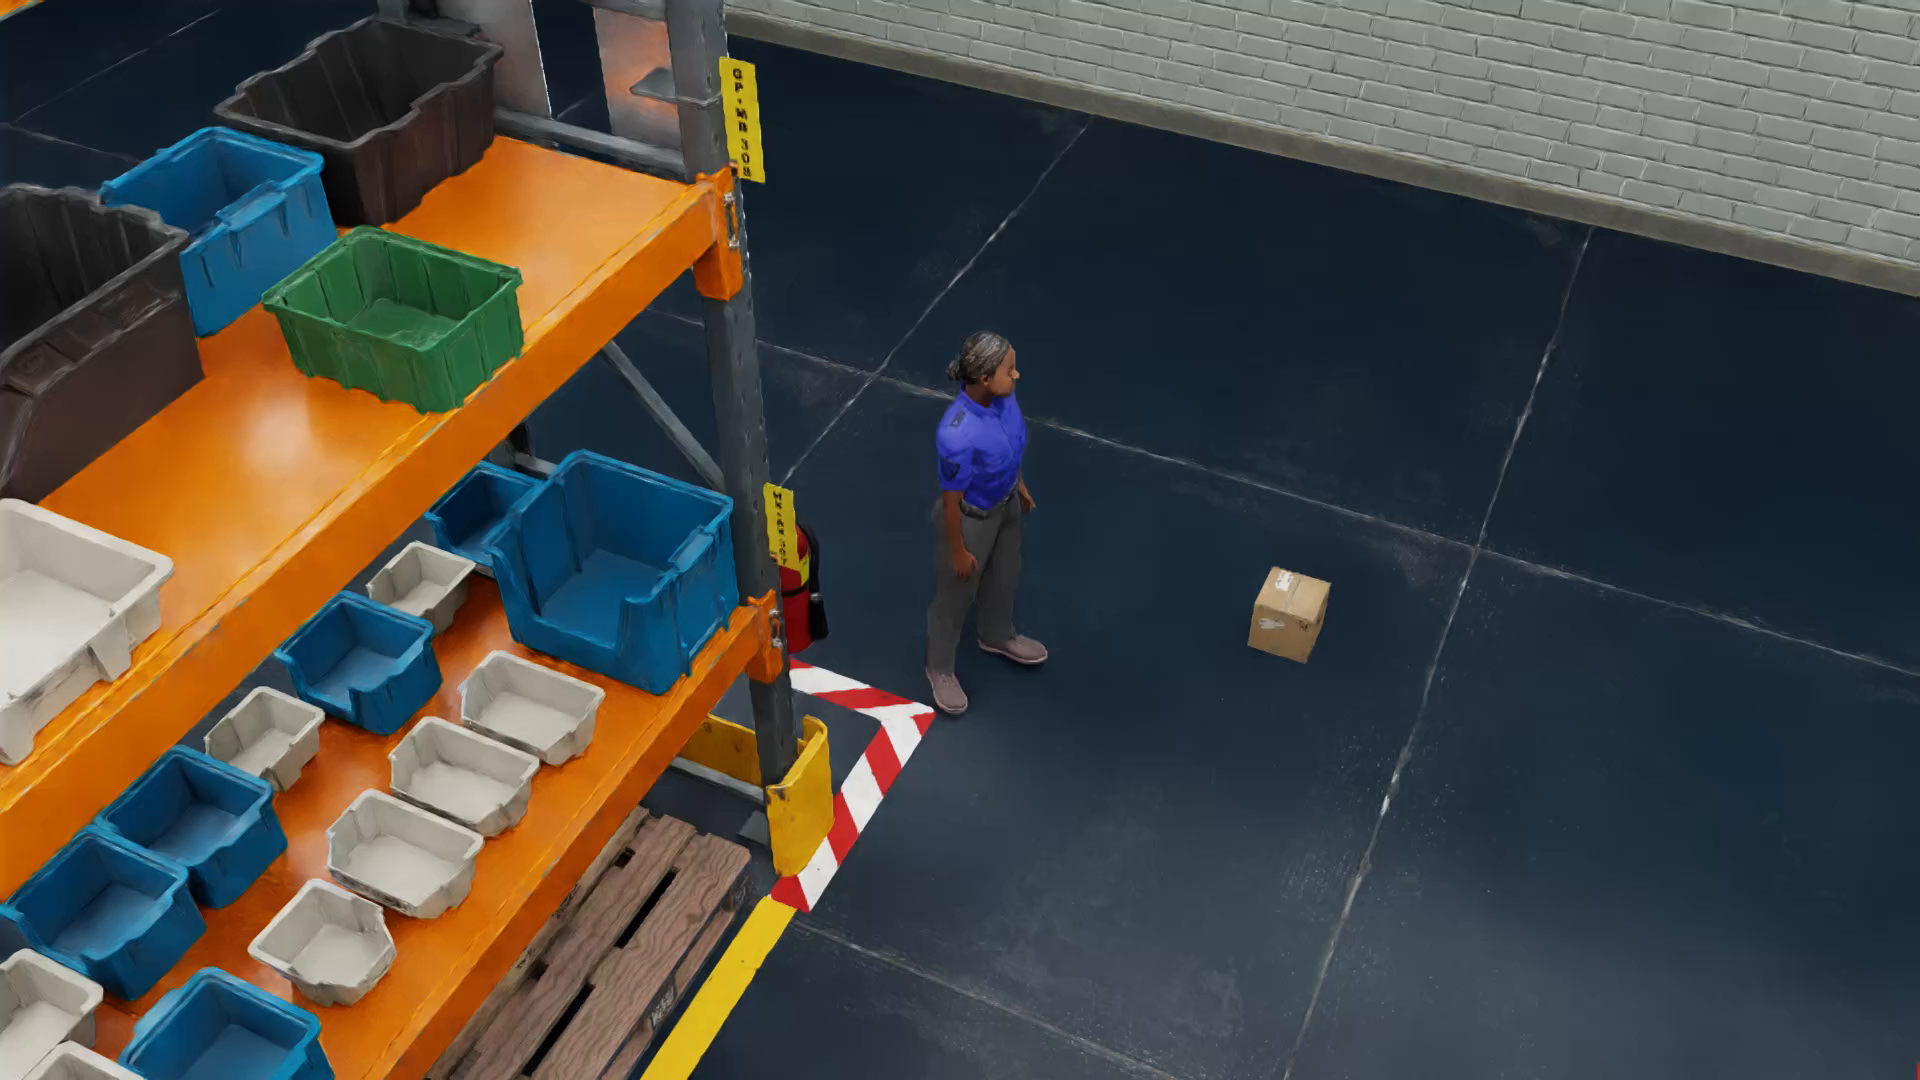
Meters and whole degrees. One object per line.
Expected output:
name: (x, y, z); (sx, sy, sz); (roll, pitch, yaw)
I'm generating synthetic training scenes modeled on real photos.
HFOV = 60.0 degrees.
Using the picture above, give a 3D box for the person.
person: (0.086, -0.075, 6.209); (0.406, 1.663, 0.519); (22, 47, 22)
